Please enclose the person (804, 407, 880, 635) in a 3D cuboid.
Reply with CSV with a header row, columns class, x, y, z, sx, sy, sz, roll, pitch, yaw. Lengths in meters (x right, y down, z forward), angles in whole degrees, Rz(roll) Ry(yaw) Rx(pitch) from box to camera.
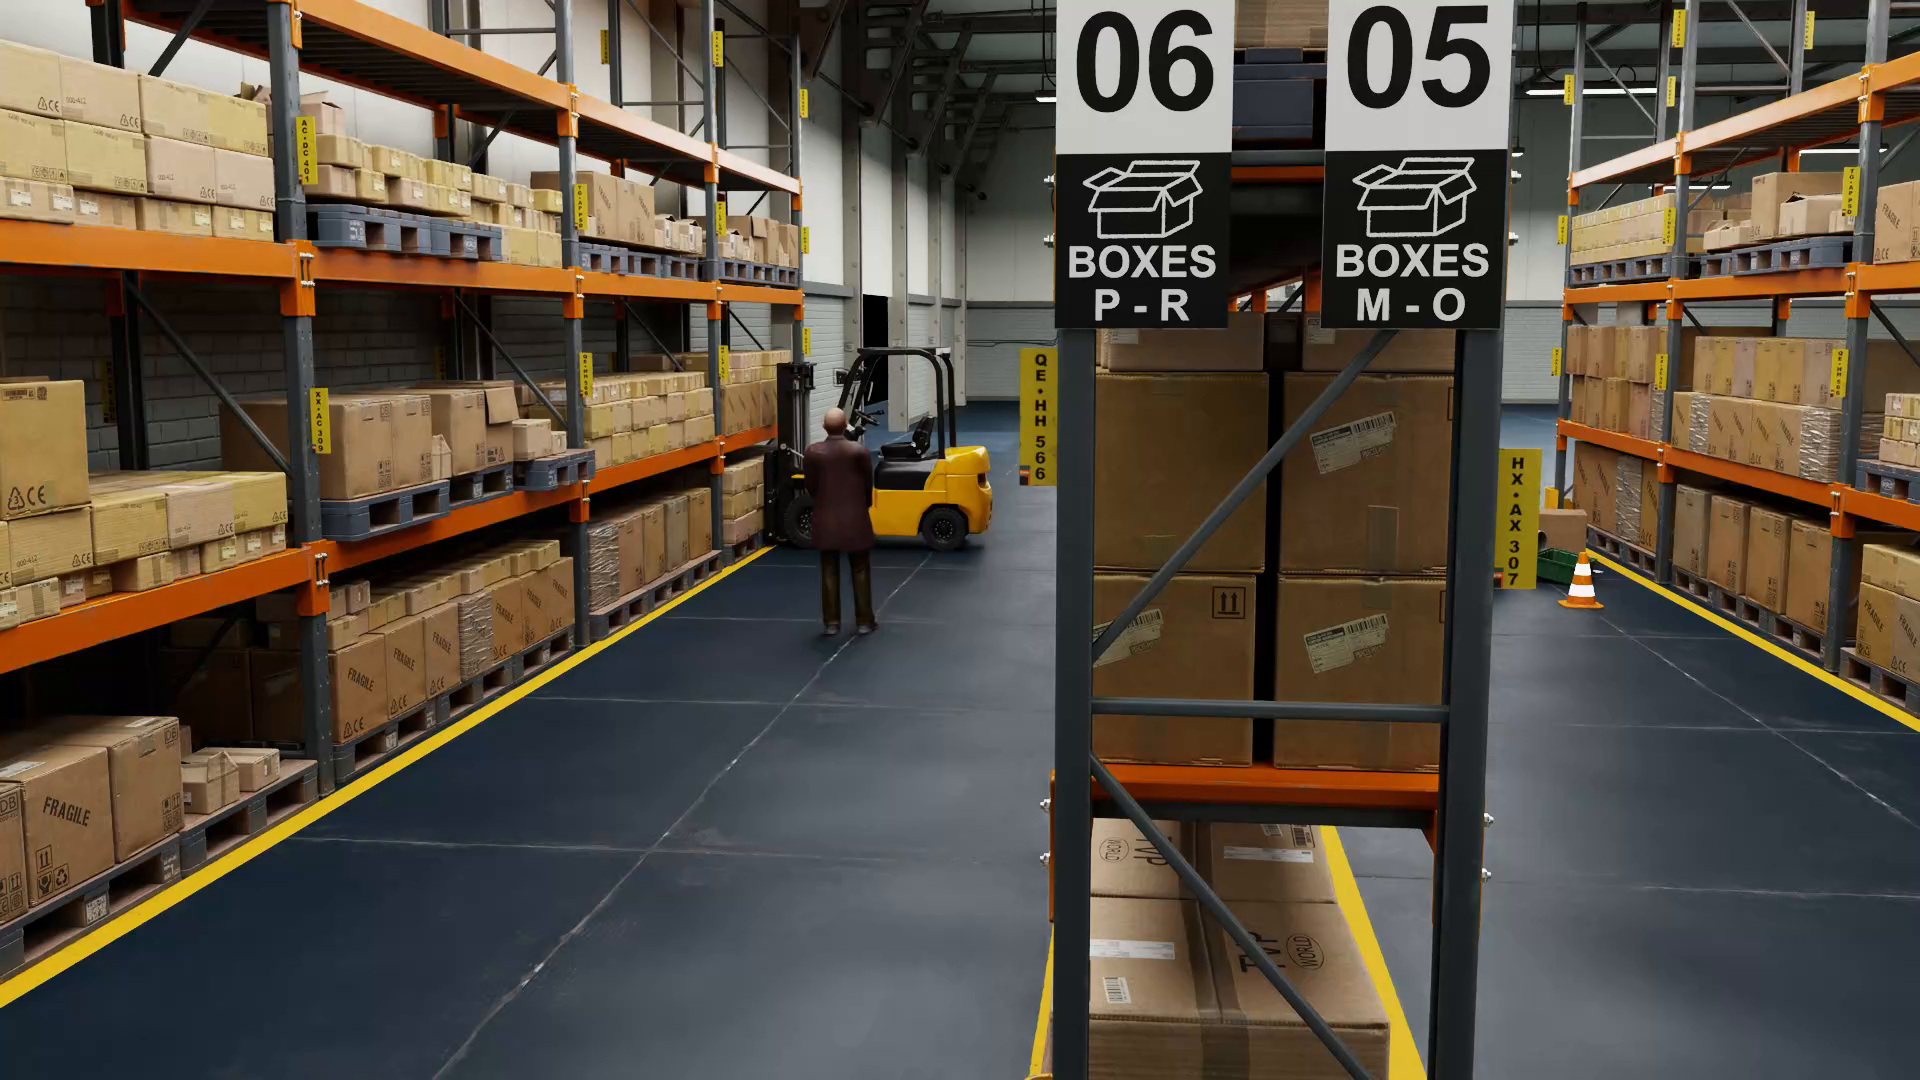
class,x,y,z,sx,sy,sz,roll,pitch,yaw
person,-0.924,-0.158,13.034,0.552,1.780,0.536,1,7,6
